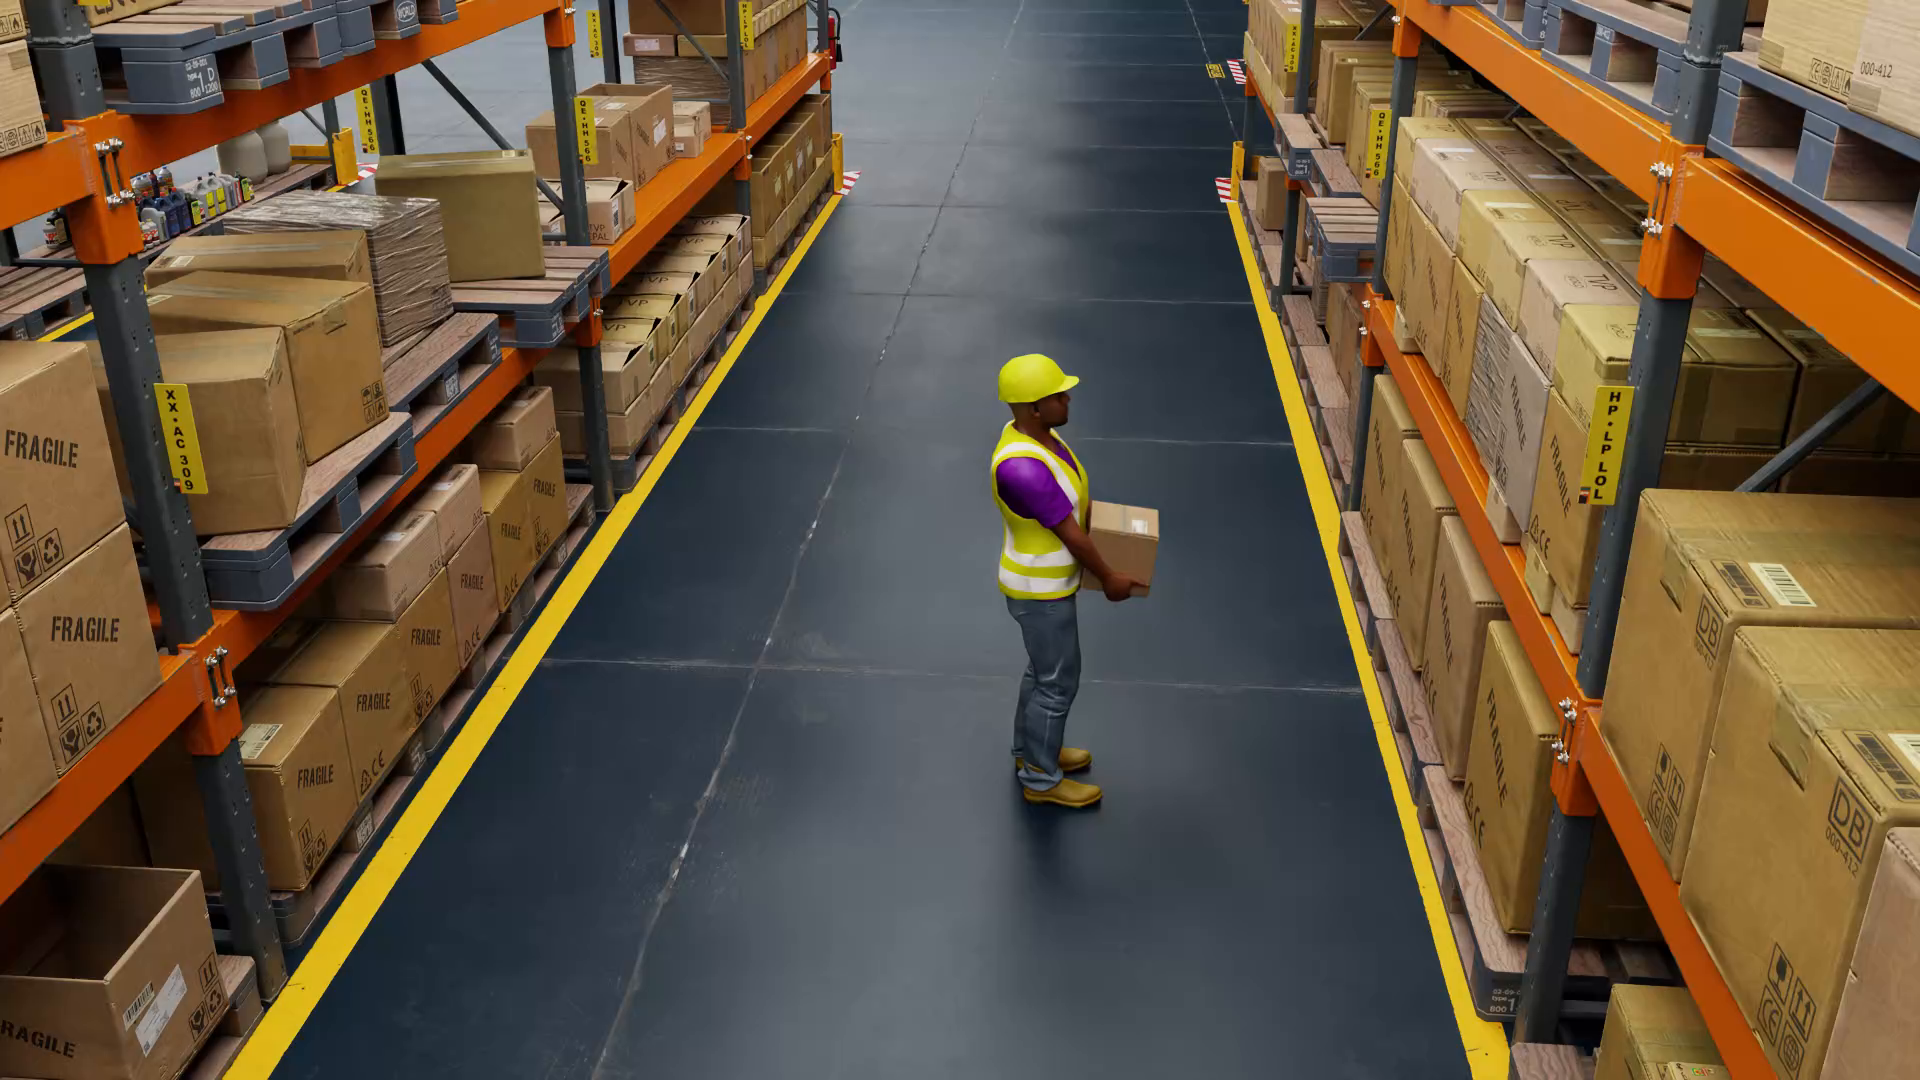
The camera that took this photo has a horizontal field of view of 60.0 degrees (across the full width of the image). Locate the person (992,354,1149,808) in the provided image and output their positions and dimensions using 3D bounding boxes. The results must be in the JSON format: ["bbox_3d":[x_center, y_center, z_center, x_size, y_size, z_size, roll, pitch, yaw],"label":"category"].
[{"bbox_3d":[0.417,0.157,6.237,0.576,1.760,0.503,2,24,5],"label":"person"}]
